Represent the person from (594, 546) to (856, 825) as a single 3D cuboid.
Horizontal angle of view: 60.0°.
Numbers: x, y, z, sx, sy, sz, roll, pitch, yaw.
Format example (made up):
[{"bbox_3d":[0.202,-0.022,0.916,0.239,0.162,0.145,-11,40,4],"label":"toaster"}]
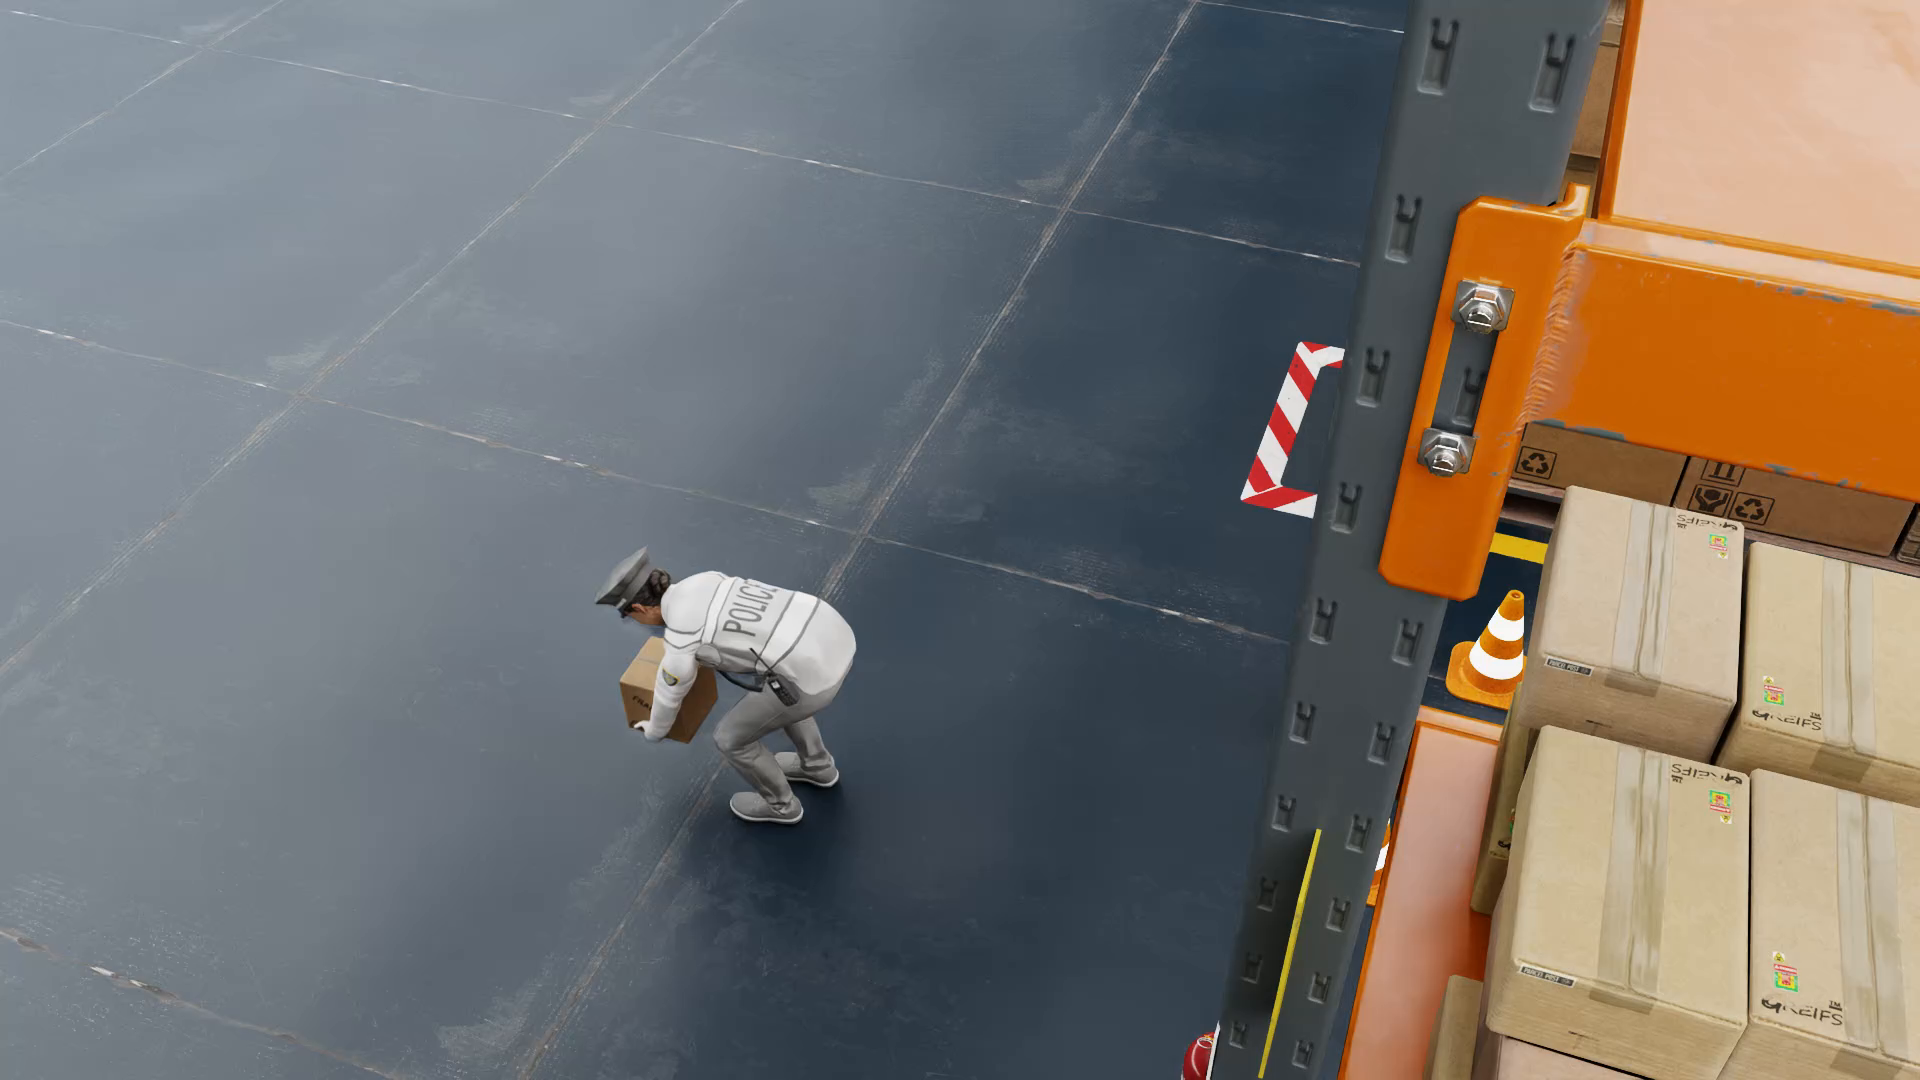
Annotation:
[{"bbox_3d":[-0.820,0.525,5.993,0.918,1.105,0.441,12,43,13],"label":"person"}]
